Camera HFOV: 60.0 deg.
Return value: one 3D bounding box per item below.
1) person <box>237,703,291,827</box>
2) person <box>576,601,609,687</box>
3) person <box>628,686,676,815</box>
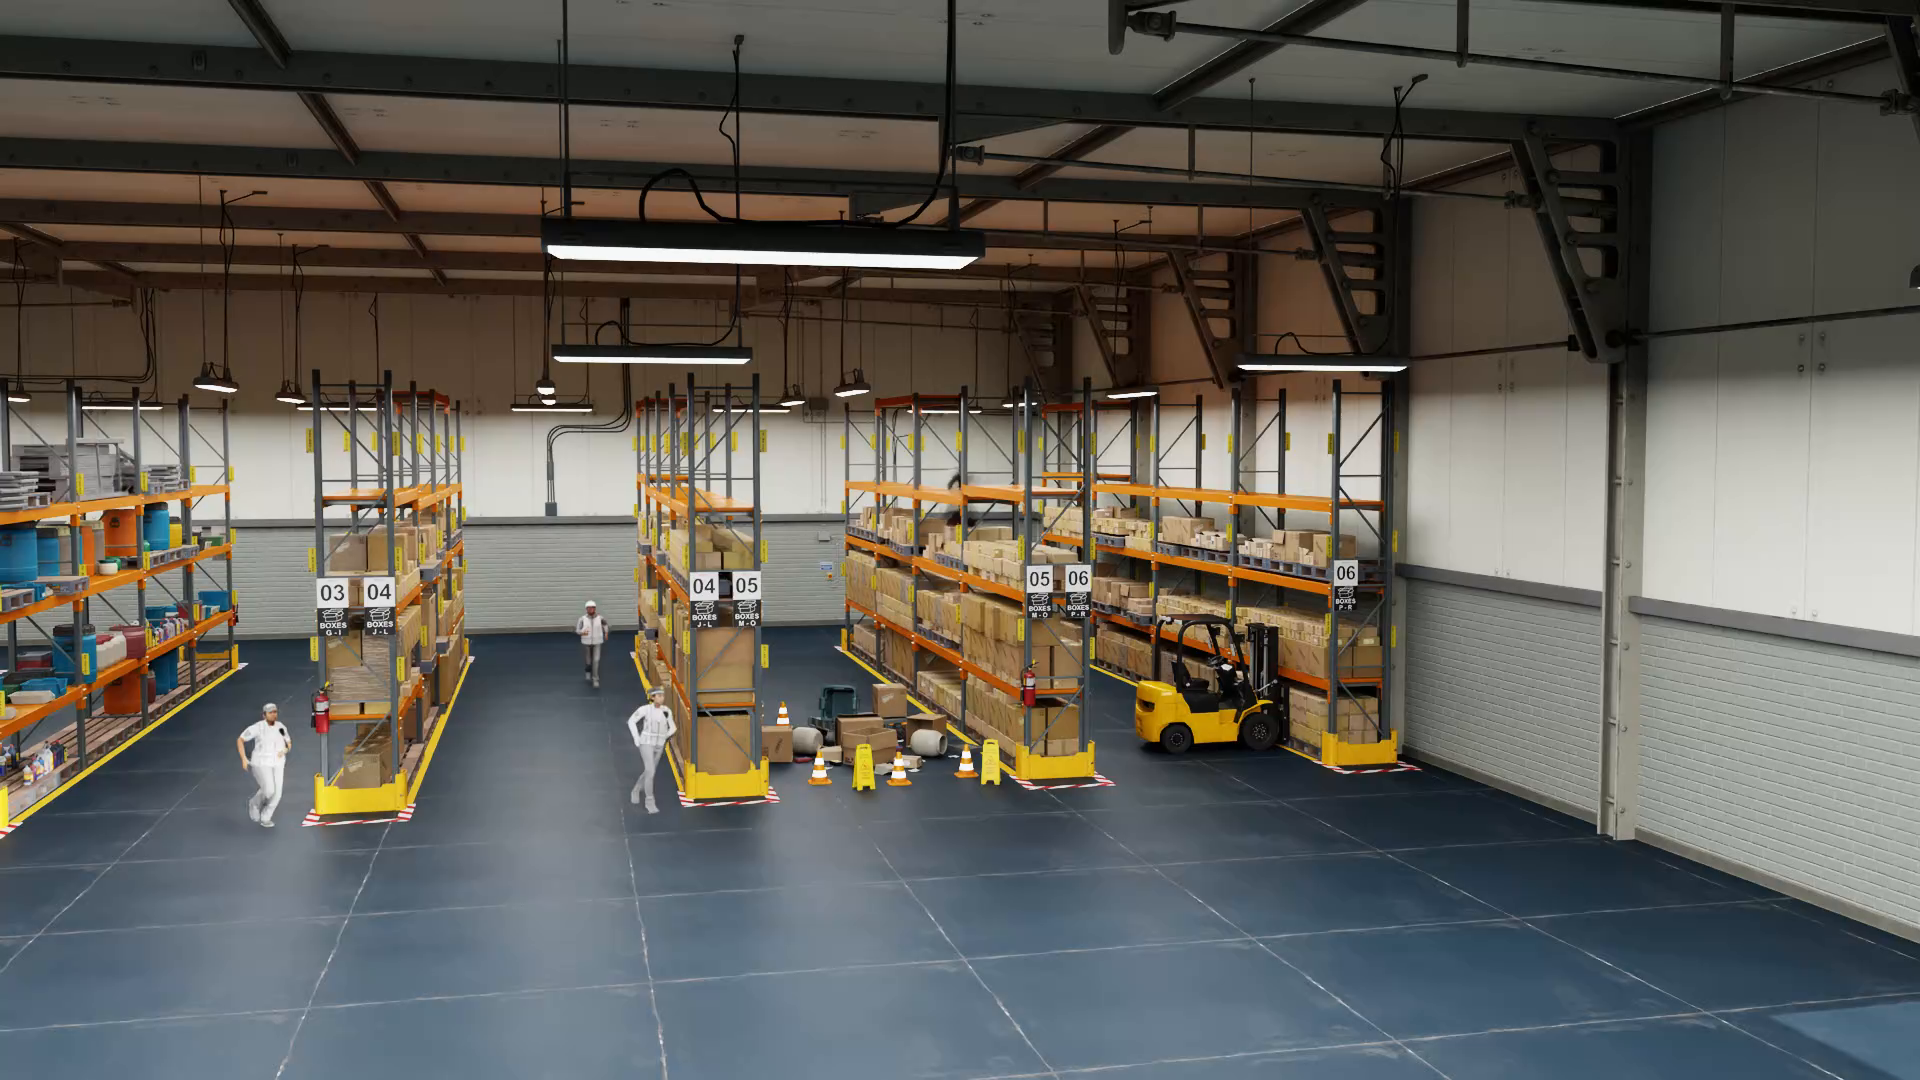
[{"bbox_3d":[-9.026,2.946,21.738,0.537,1.608,0.622,3,4,37],"label":"person"},{"bbox_3d":[-7.568,2.121,34.249,0.672,1.732,1.054,-1,3,-13],"label":"person"},{"bbox_3d":[-4.205,2.849,22.867,0.601,1.709,0.792,-3,4,-40],"label":"person"}]
